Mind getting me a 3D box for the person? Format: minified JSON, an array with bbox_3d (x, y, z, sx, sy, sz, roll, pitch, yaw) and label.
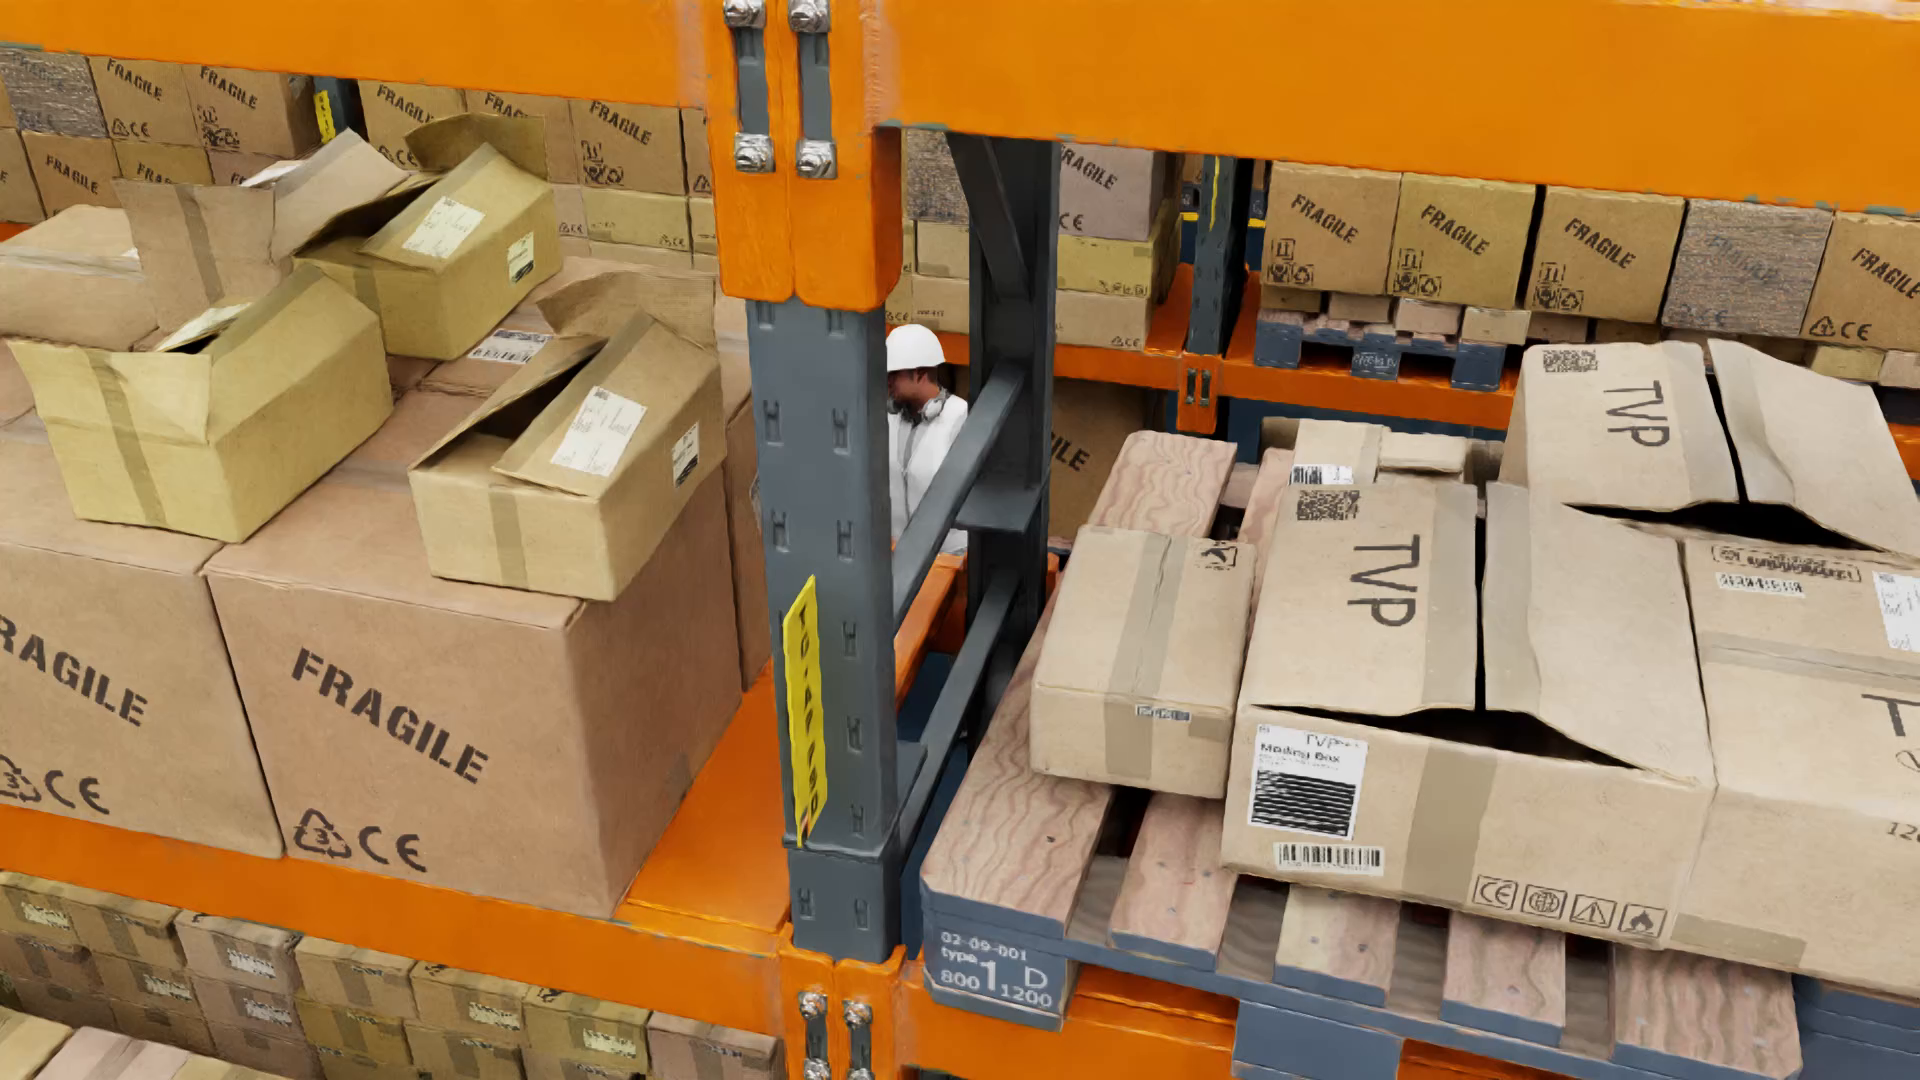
[{"bbox_3d":[-0.045,-0.012,6.652,0.696,1.741,0.491,19,37,26],"label":"person"}]
